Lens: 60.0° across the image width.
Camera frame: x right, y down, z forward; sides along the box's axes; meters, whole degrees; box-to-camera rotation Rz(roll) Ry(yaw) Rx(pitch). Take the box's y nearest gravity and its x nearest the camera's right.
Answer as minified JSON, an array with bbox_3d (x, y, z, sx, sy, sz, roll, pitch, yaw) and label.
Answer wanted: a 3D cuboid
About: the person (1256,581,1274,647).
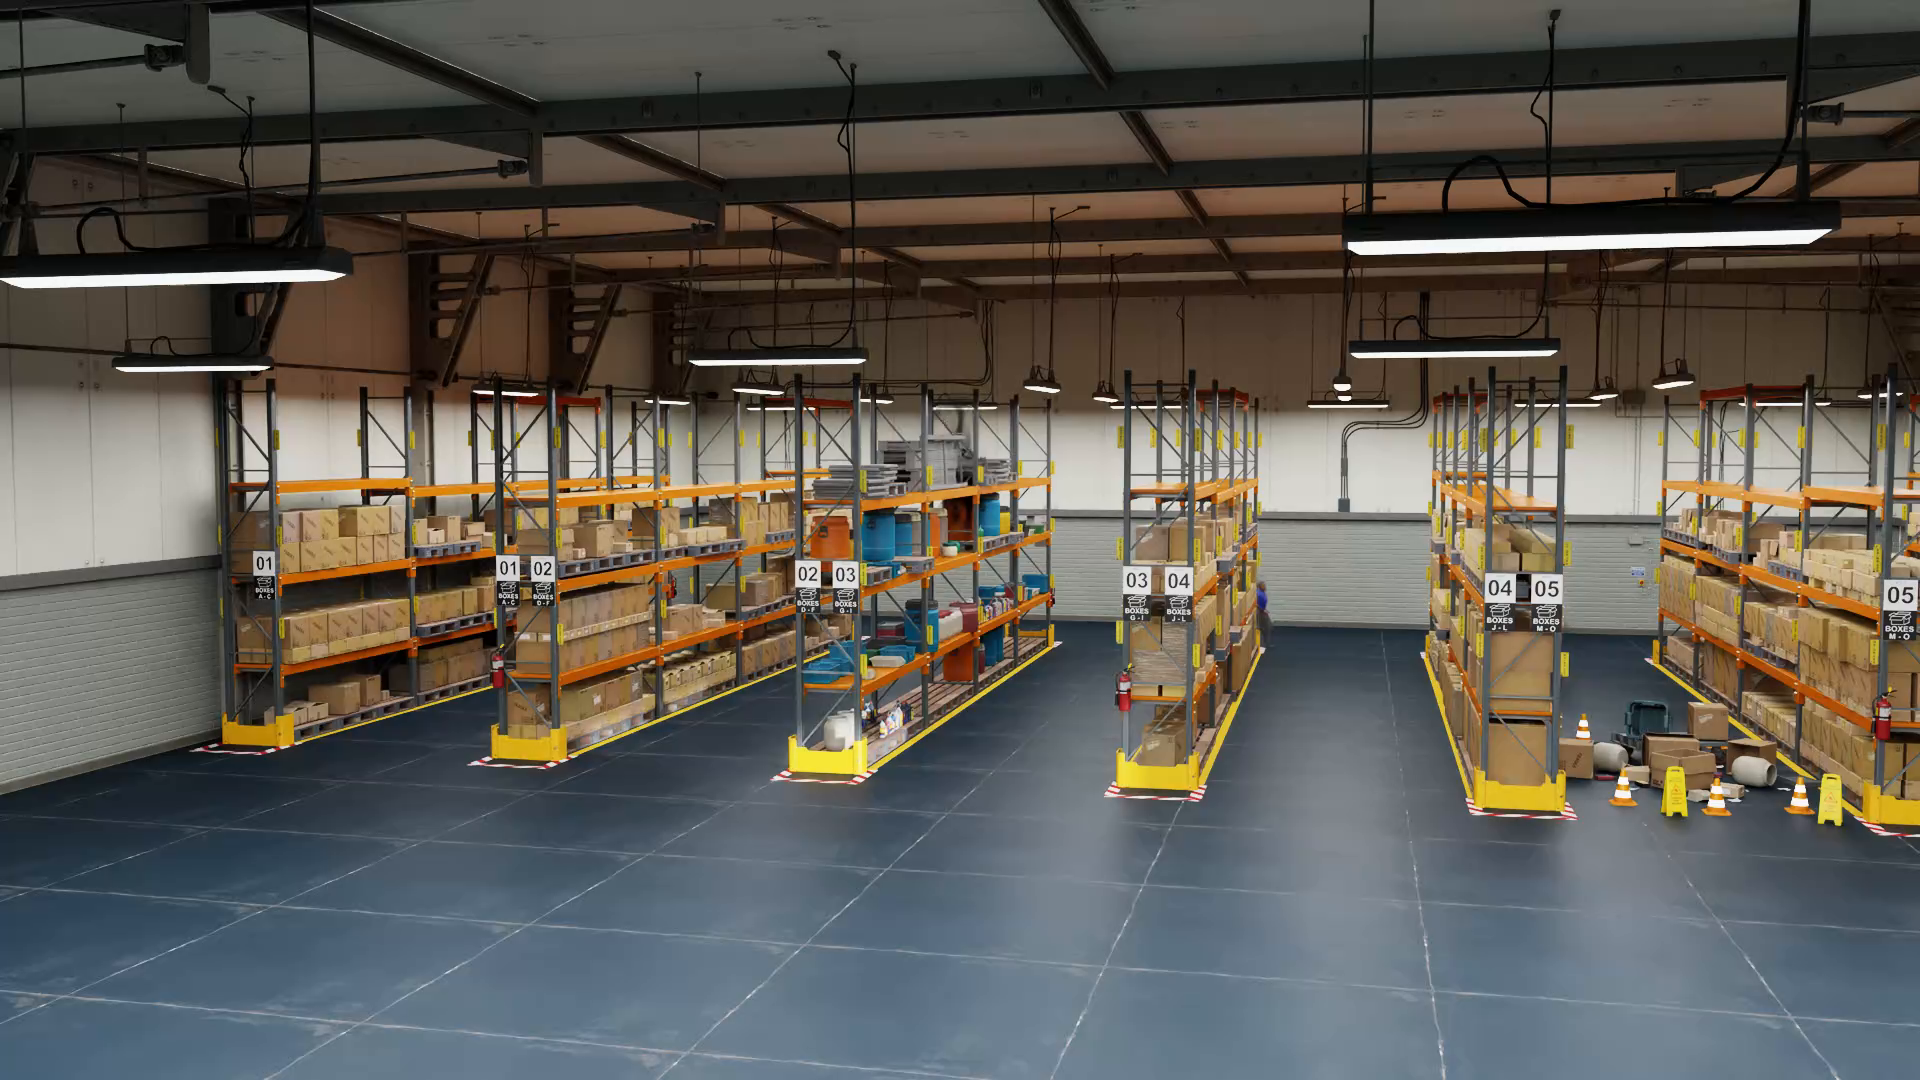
[{"bbox_3d":[7.237,1.797,40.301,0.695,1.601,0.605,2,4,27],"label":"person"}]
